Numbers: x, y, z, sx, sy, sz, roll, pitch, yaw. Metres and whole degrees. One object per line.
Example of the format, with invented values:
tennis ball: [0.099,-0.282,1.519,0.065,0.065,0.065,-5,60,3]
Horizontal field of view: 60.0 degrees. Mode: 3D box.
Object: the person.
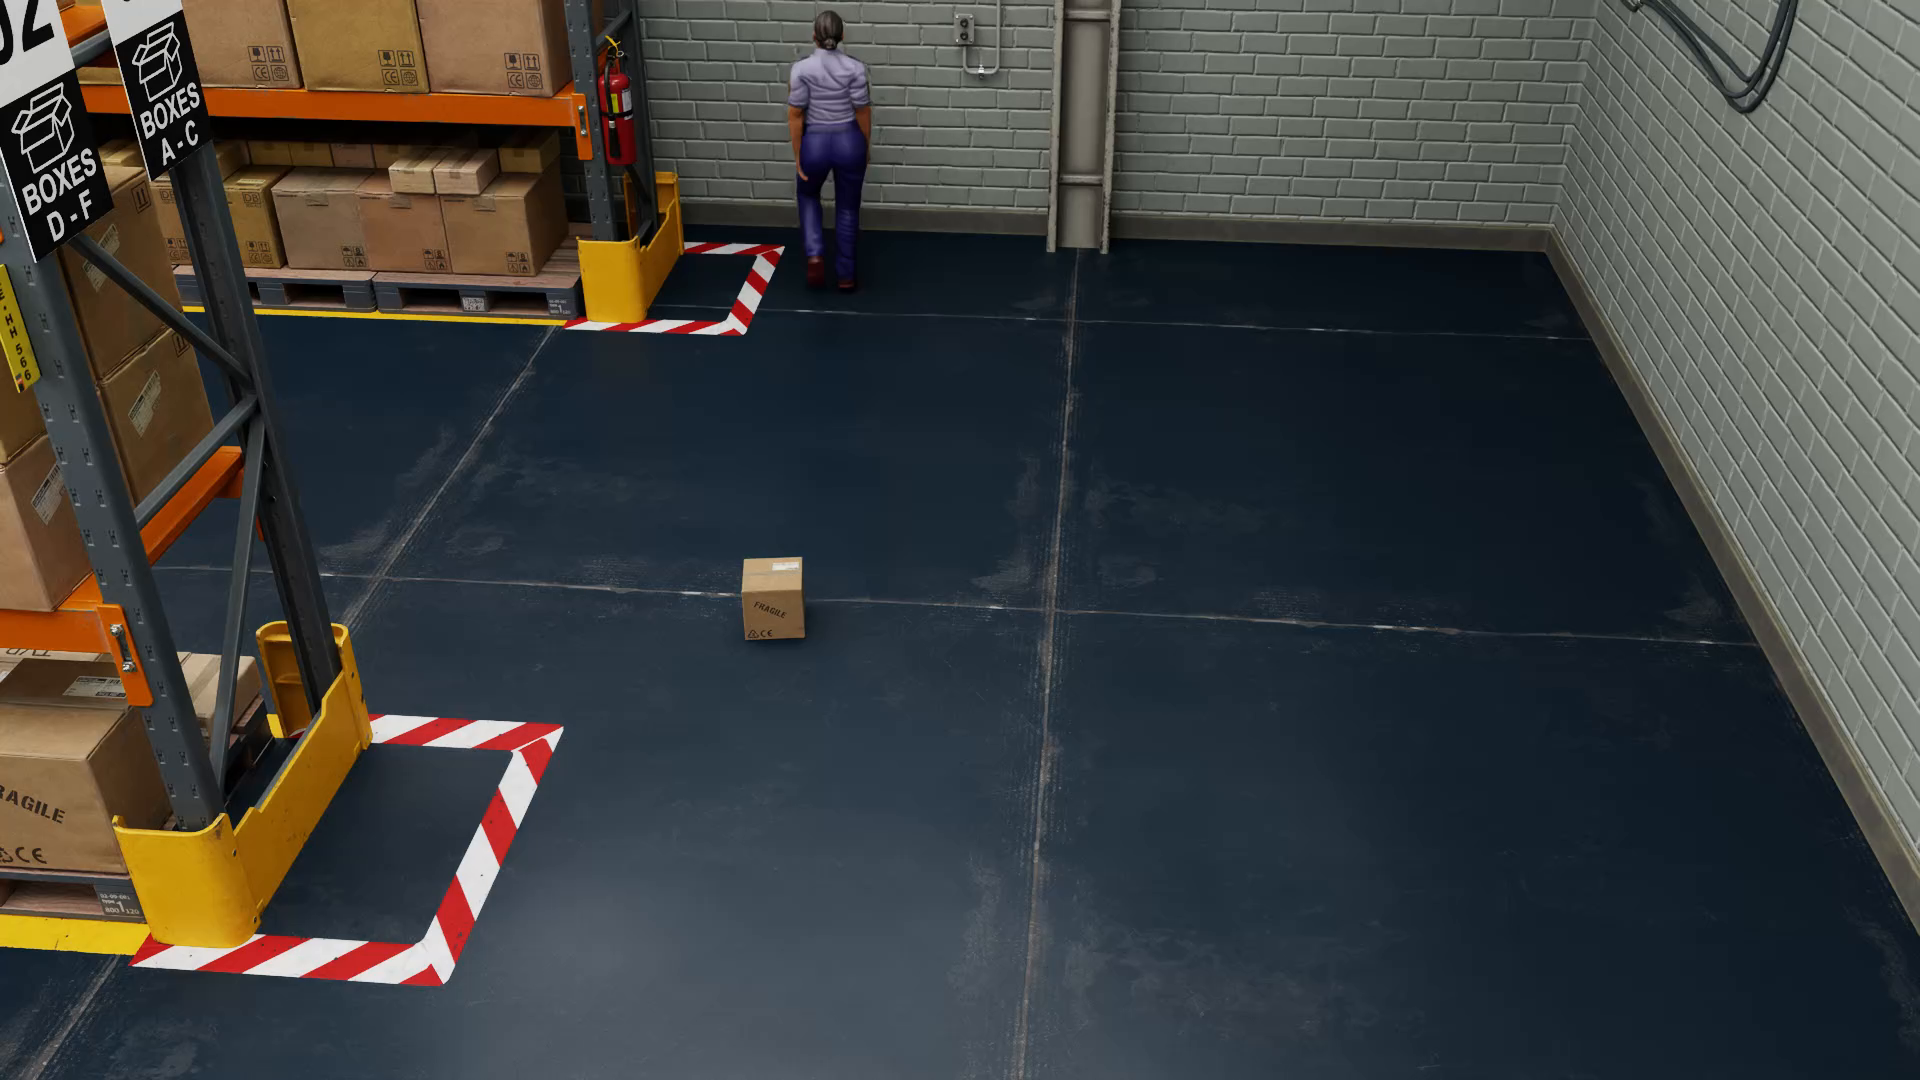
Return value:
person: [-0.753,-2.279,9.757,0.475,1.667,0.430,-1,32,-2]
